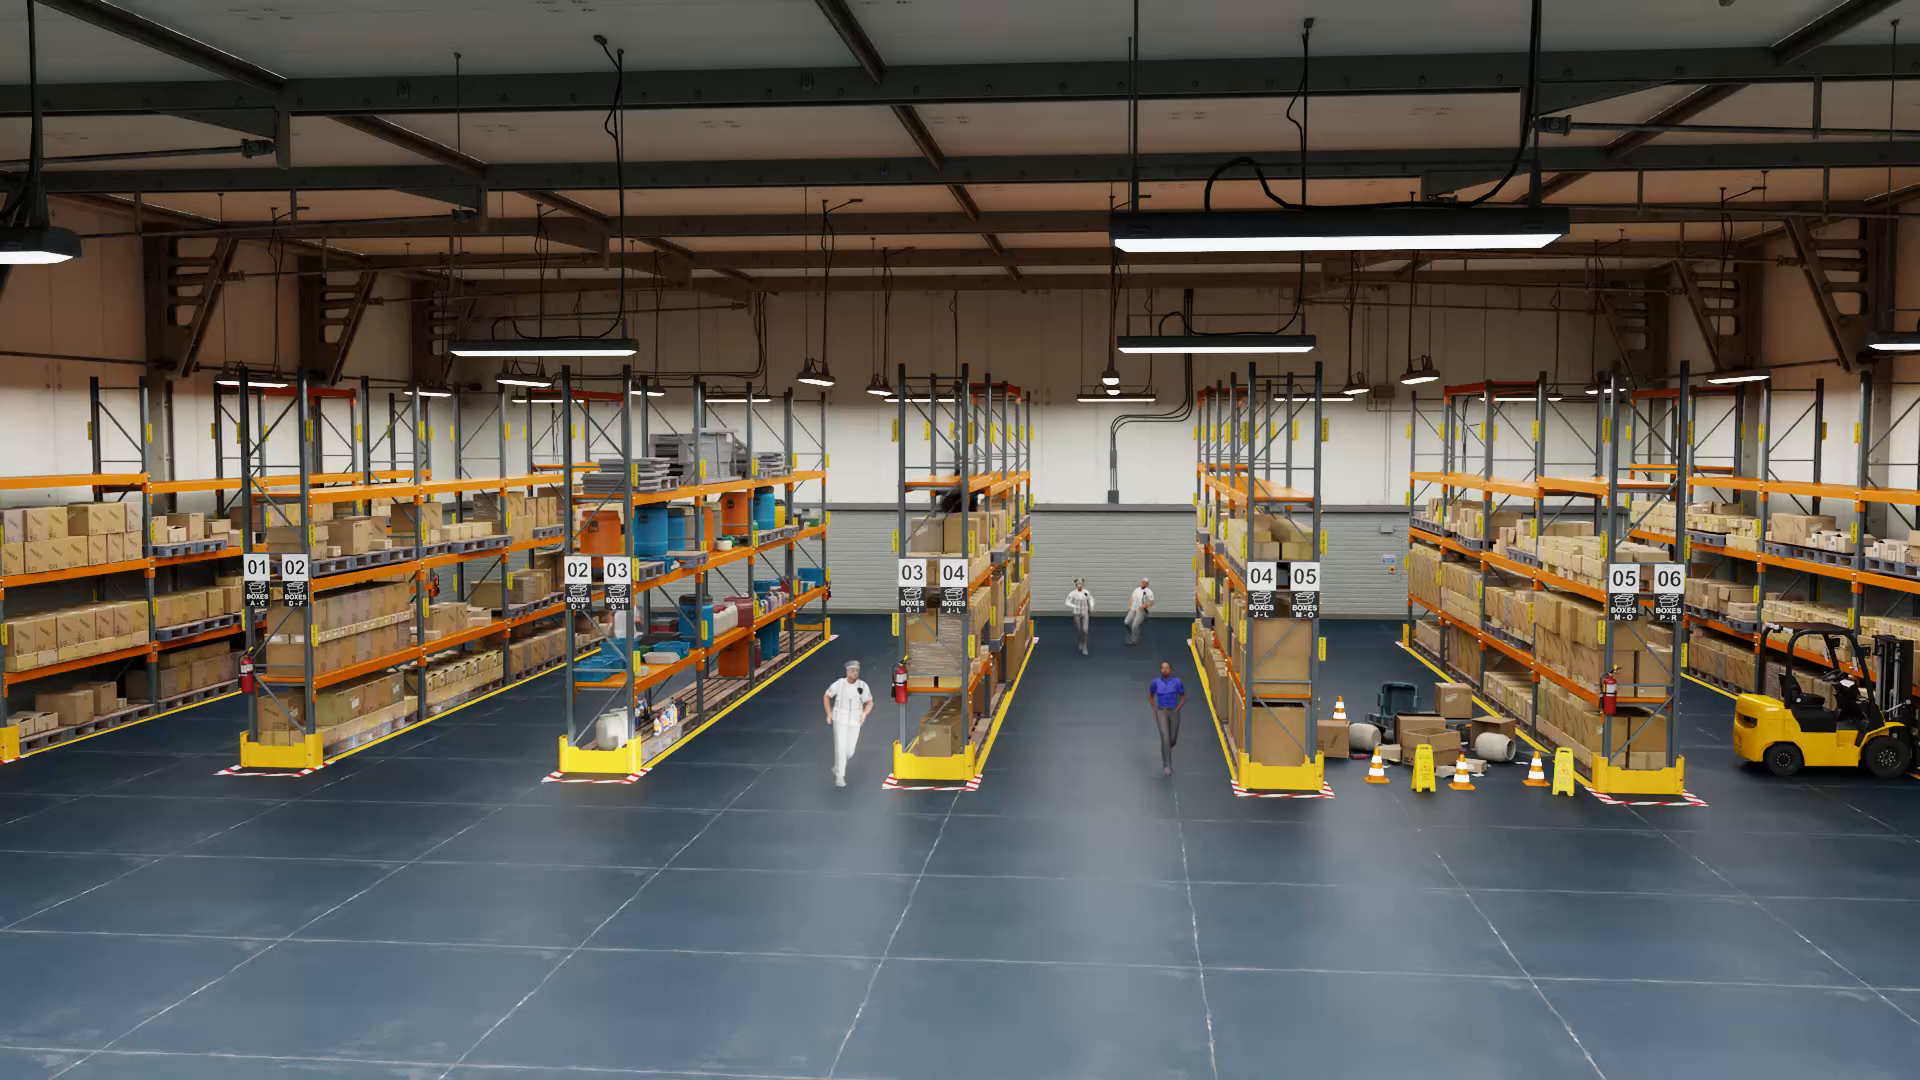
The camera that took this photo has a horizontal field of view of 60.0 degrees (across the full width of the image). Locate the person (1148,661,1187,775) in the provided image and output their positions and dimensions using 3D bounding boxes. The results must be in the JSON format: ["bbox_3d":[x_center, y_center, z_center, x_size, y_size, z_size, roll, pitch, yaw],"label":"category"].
[{"bbox_3d":[3.079,2.620,24.691,0.576,1.638,0.707,0,4,3],"label":"person"}]

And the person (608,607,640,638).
[{"bbox_3d":[-6.798,1.922,33.682,0.655,1.810,0.925,0,4,-8],"label":"person"}]

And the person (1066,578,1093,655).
[{"bbox_3d":[2.728,1.733,37.900,0.643,1.760,0.773,0,4,-1],"label":"person"}]

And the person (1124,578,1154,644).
[{"bbox_3d":[4.196,1.685,39.348,0.710,1.589,0.517,3,5,40],"label":"person"}]

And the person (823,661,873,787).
[{"bbox_3d":[-1.600,2.609,23.920,0.703,1.761,0.725,-1,4,-14],"label":"person"}]
